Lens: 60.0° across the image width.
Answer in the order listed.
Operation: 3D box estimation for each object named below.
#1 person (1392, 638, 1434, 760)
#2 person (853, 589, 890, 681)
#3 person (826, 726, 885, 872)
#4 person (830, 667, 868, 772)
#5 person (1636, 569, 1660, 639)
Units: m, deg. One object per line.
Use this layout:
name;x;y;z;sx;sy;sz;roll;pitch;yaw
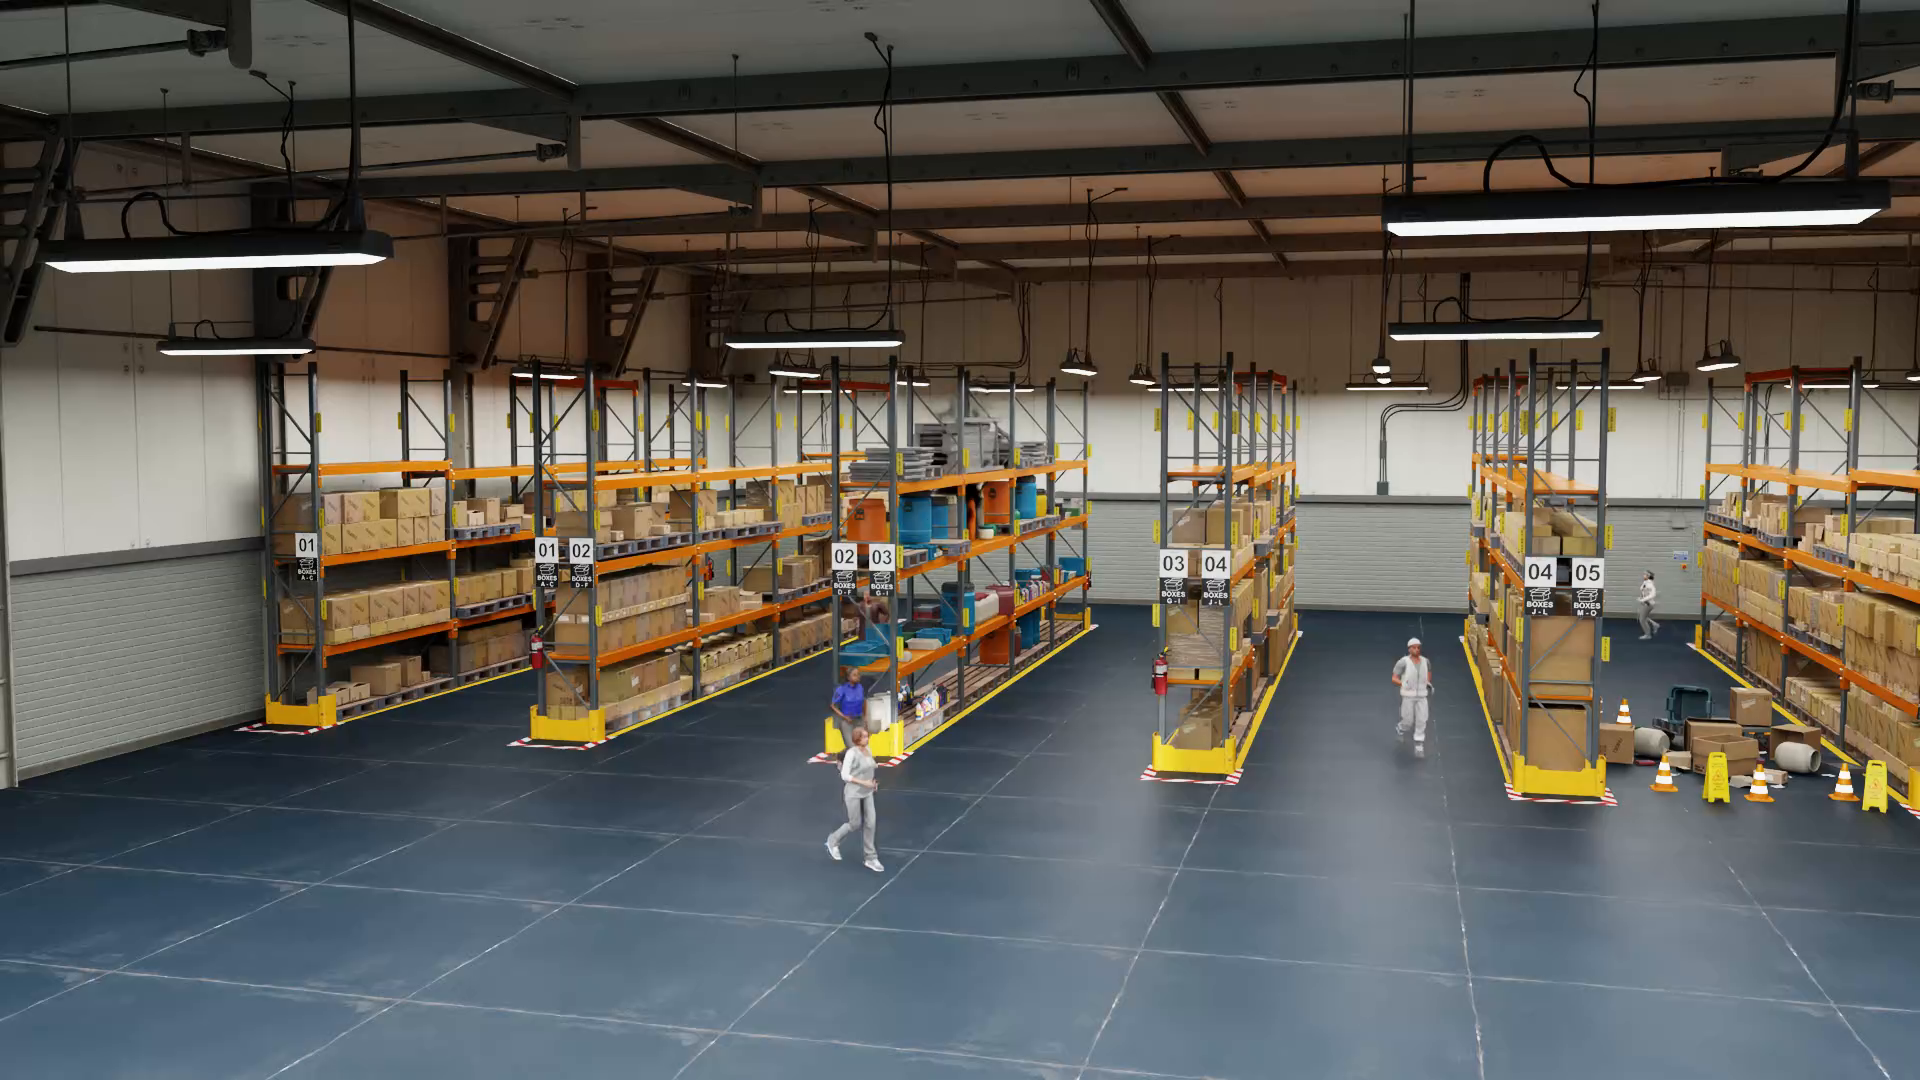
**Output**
person;6.796;2.352;24.886;0.627;1.768;0.971;0;4;-5
person;-1.764;1.853;32.347;0.681;1.796;0.774;1;4;14
person;-1.161;2.889;18.723;0.774;1.611;0.563;3;5;37
person;-1.529;2.577;23.197;0.614;1.635;0.612;-3;5;-35
person;15.936;1.483;38.428;0.510;1.656;0.644;1;4;15
